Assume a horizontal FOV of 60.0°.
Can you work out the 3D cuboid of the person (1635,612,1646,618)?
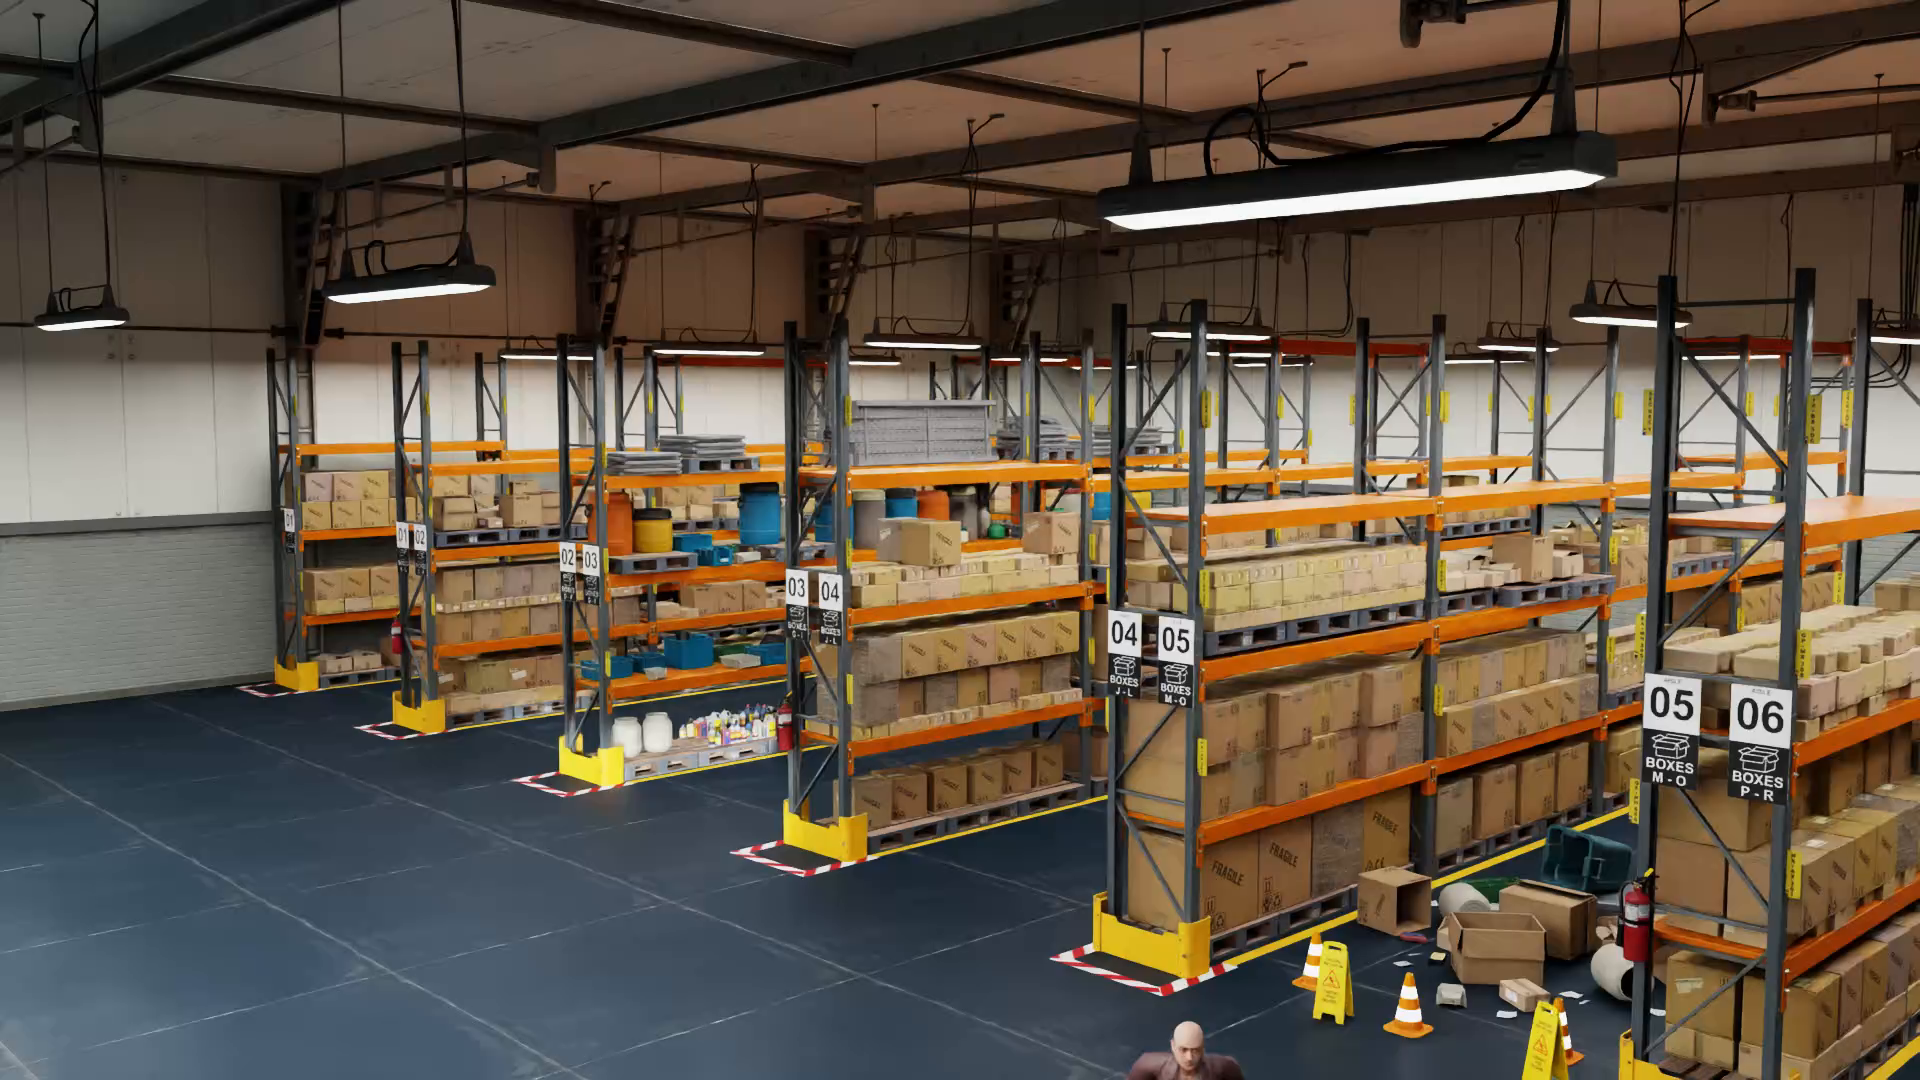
[{"bbox_3d":[10.787,1.982,26.208,0.691,1.706,0.878,5,7,43],"label":"person"}]

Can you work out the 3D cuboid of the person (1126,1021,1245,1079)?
[{"bbox_3d":[1.303,3.507,9.595,0.712,1.726,0.882,0,5,3],"label":"person"}]
